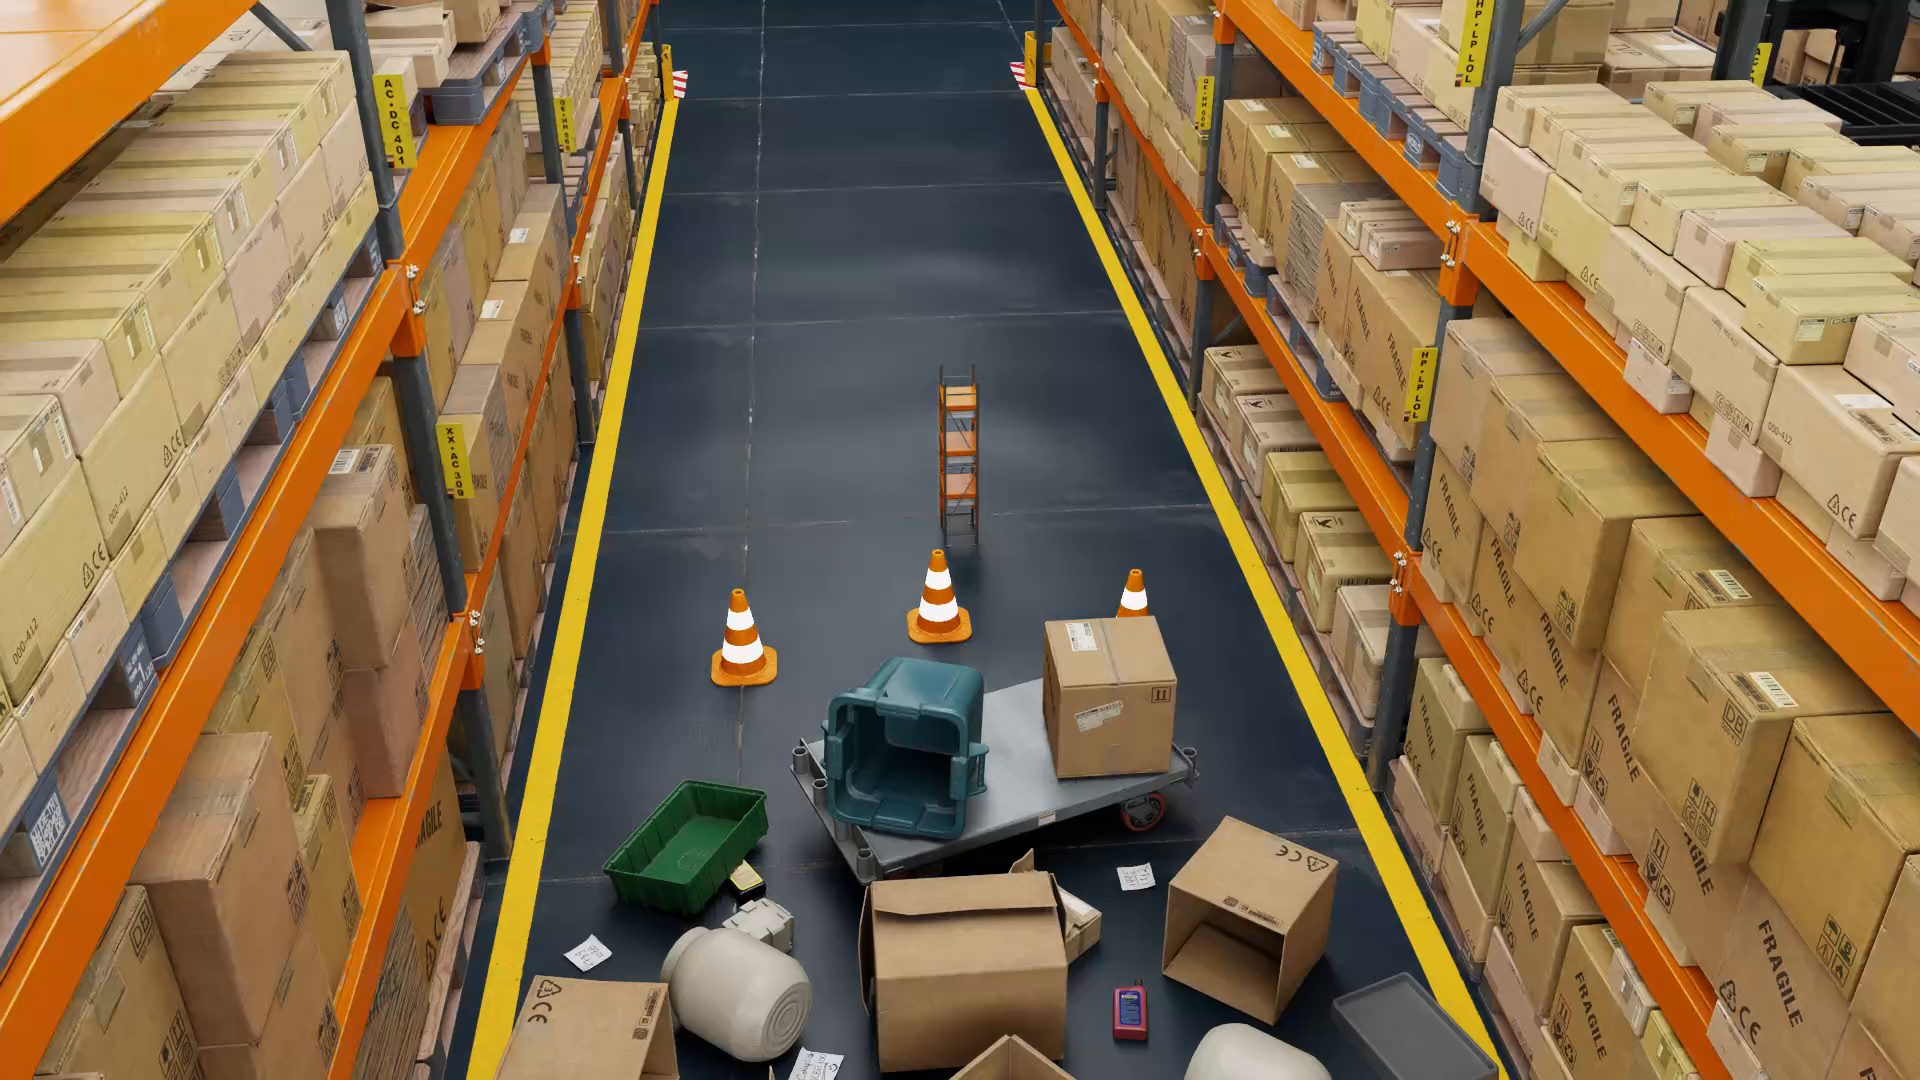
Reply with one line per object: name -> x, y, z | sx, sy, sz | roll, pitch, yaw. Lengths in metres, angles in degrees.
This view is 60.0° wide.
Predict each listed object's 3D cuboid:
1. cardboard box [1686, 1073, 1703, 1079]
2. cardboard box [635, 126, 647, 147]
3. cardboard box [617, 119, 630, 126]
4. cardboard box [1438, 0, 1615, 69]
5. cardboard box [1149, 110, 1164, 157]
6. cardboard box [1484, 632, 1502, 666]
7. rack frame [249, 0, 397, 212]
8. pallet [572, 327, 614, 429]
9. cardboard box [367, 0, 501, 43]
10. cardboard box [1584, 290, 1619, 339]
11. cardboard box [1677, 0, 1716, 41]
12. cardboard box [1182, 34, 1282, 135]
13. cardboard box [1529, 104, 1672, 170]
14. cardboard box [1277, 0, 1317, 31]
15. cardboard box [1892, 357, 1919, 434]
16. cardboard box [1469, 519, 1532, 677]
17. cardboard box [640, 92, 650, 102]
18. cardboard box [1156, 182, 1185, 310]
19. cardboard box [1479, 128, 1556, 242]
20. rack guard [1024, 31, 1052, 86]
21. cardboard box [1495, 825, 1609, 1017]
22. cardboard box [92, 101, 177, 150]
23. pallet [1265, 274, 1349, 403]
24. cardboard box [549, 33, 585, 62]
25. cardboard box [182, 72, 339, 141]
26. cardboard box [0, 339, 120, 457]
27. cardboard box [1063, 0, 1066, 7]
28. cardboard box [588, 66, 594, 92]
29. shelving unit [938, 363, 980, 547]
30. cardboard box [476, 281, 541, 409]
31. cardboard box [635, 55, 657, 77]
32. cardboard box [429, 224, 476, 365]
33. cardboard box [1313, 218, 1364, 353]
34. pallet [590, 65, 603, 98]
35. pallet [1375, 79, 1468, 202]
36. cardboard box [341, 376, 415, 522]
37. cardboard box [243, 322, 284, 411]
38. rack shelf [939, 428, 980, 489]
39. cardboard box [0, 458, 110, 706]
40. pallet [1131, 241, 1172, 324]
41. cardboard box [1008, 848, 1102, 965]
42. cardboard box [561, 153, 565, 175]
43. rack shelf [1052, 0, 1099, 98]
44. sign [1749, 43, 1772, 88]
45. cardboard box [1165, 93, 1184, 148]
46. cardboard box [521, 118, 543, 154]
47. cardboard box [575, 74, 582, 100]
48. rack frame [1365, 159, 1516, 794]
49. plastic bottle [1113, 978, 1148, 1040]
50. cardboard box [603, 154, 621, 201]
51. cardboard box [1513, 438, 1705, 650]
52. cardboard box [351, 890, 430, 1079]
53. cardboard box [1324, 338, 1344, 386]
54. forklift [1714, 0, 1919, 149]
cardboard box -> 2.358, 1.703, 4.882 | 0.380, 0.149, 0.250 | -2, 31, -3
cardboard box -> -3.122, -3.772, 15.511 | 0.380, 0.149, 0.250 | -4, 31, -6
cardboard box -> -3.112, -3.622, 14.679 | 0.380, 0.149, 0.250 | -3, 31, -5
cardboard box -> 2.239, -2.067, 6.609 | 0.500, 0.250, 0.500 | -2, 31, -3
cardboard box -> 1.646, -2.900, 11.826 | 0.500, 0.250, 0.500 | -3, 31, -5
cardboard box -> 2.261, 0.386, 6.423 | 0.380, 0.149, 0.250 | -3, 31, -5
rack frame -> -2.499, -2.445, 5.068 | 1.000, 3.000, 0.127 | -3, 31, -5
pallet -> -2.944, -1.114, 11.409 | 1.003, 0.211, 1.213 | -3, 31, -5
cardboard box -> -2.431, -2.592, 7.634 | 0.500, 0.500, 0.500 | -3, 31, -5
cardboard box -> 2.291, -0.780, 5.451 | 0.380, 0.149, 0.250 | -2, 31, -3
cardboard box -> 6.437, -4.448, 13.765 | 0.700, 0.500, 0.500 | -2, 31, -3
cardboard box -> 1.738, -2.924, 10.648 | 0.500, 0.500, 0.500 | -4, 31, -6
cardboard box -> 2.178, -1.373, 5.666 | 0.380, 0.149, 0.250 | -2, 31, -3
cardboard box -> 2.125, -3.047, 8.904 | 0.700, 0.500, 0.500 | -3, 31, -5
cardboard box -> 2.452, -0.317, 3.898 | 0.380, 0.149, 0.250 | -3, 31, -5
cardboard box -> 2.254, 0.164, 6.163 | 0.500, 0.500, 0.500 | -3, 31, -5
cardboard box -> -3.170, -4.164, 15.877 | 0.380, 0.149, 0.250 | -1, 31, -2
cardboard box -> 1.985, -2.281, 12.306 | 0.875, 0.875, 0.875 | -2, 31, -4
cardboard box -> 2.189, -1.272, 5.885 | 0.500, 0.250, 0.500 | -3, 31, -6
rack guard -> 1.297, -5.224, 18.009 | 1.175, 0.500, 0.348 | -3, 31, -5
cardboard box -> 2.315, 1.371, 6.069 | 0.500, 0.500, 0.500 | -1, 31, -2
cardboard box -> -2.732, -1.181, 5.226 | 0.500, 0.250, 0.500 | -3, 31, -4
pallet -> 2.272, -1.110, 8.870 | 1.003, 0.211, 1.213 | -3, 31, -5
cardboard box -> -2.922, -3.558, 12.036 | 0.380, 0.149, 0.250 | -4, 31, -6
cardboard box -> -2.124, -1.315, 5.061 | 0.380, 0.149, 0.250 | -3, 31, -5
cardboard box -> -1.934, -0.278, 3.325 | 0.380, 0.149, 0.250 | -3, 31, -5
cardboard box -> 1.226, -5.297, 15.595 | 0.500, 0.500, 0.500 | -2, 31, -3
cardboard box -> -2.943, -3.445, 12.429 | 0.380, 0.149, 0.250 | -4, 31, -7
shelving unit -> -0.005, -0.478, 9.527 | 0.215, 1.050, 0.252 | -3, 31, -5
cardboard box -> -2.419, -0.966, 8.345 | 0.500, 0.500, 0.500 | -2, 31, -4
cardboard box -> -3.201, -4.693, 16.472 | 0.380, 0.149, 0.250 | -3, 31, -6
cardboard box -> -2.648, -1.116, 7.620 | 0.700, 0.500, 0.500 | -3, 31, -4
cardboard box -> 2.059, -1.251, 8.122 | 0.500, 0.500, 0.500 | -2, 31, -3
pallet -> -3.320, -3.475, 12.829 | 1.003, 0.211, 1.213 | -3, 31, -5
pallet -> 2.468, -1.686, 6.905 | 1.213, 0.211, 1.003 | -3, 31, -5
cardboard box -> -2.499, -0.208, 5.973 | 0.875, 0.550, 0.550 | -3, 31, -5
cardboard box -> -2.026, -0.452, 4.394 | 0.380, 0.149, 0.250 | -3, 31, -5
rack shelf -> -0.005, -0.469, 9.532 | 0.215, 0.259, 0.240 | -3, 31, -5
cardboard box -> -1.963, 0.080, 3.114 | 0.500, 0.250, 0.500 | -3, 31, -5
pallet -> 1.937, -2.031, 12.945 | 1.003, 0.211, 1.213 | -3, 31, -5
cardboard box -> 0.359, 1.534, 6.923 | 0.396, 0.266, 0.258 | 27, 40, 37
cardboard box -> -2.738, -2.360, 10.611 | 0.380, 0.149, 0.250 | -1, 31, -2
rack shelf -> 1.486, -4.955, 15.822 | 1.077, 0.370, 4.000 | -3, 31, -5
sign -> 2.960, -1.698, 6.239 | 0.100, 0.325, 0.005 | -3, 31, -5
cardboard box -> 1.697, -2.848, 11.251 | 0.500, 0.250, 0.500 | -4, 31, -6
cardboard box -> -2.723, -2.487, 10.244 | 0.380, 0.149, 0.250 | -3, 31, -5
cardboard box -> -2.869, -3.164, 11.667 | 0.380, 0.149, 0.250 | -2, 31, -3
rack frame -> 2.420, -0.159, 7.090 | 1.000, 3.000, 0.127 | -3, 31, -5
plastic bottle -> 0.673, 1.852, 6.590 | 0.133, 0.061, 0.283 | 2, 31, 4
cardboard box -> -2.890, -2.752, 12.729 | 0.500, 0.250, 0.500 | -1, 31, -2
cardboard box -> 2.291, -0.004, 5.469 | 0.700, 0.500, 0.500 | -3, 31, -6
cardboard box -> -2.422, 1.647, 5.731 | 0.875, 0.875, 0.875 | -3, 31, -4
cardboard box -> 2.003, -0.876, 8.126 | 0.380, 0.149, 0.250 | -3, 31, -4
forklift -> 4.744, -1.452, 9.322 | 1.130, 2.935, 3.031 | -3, 31, -5
